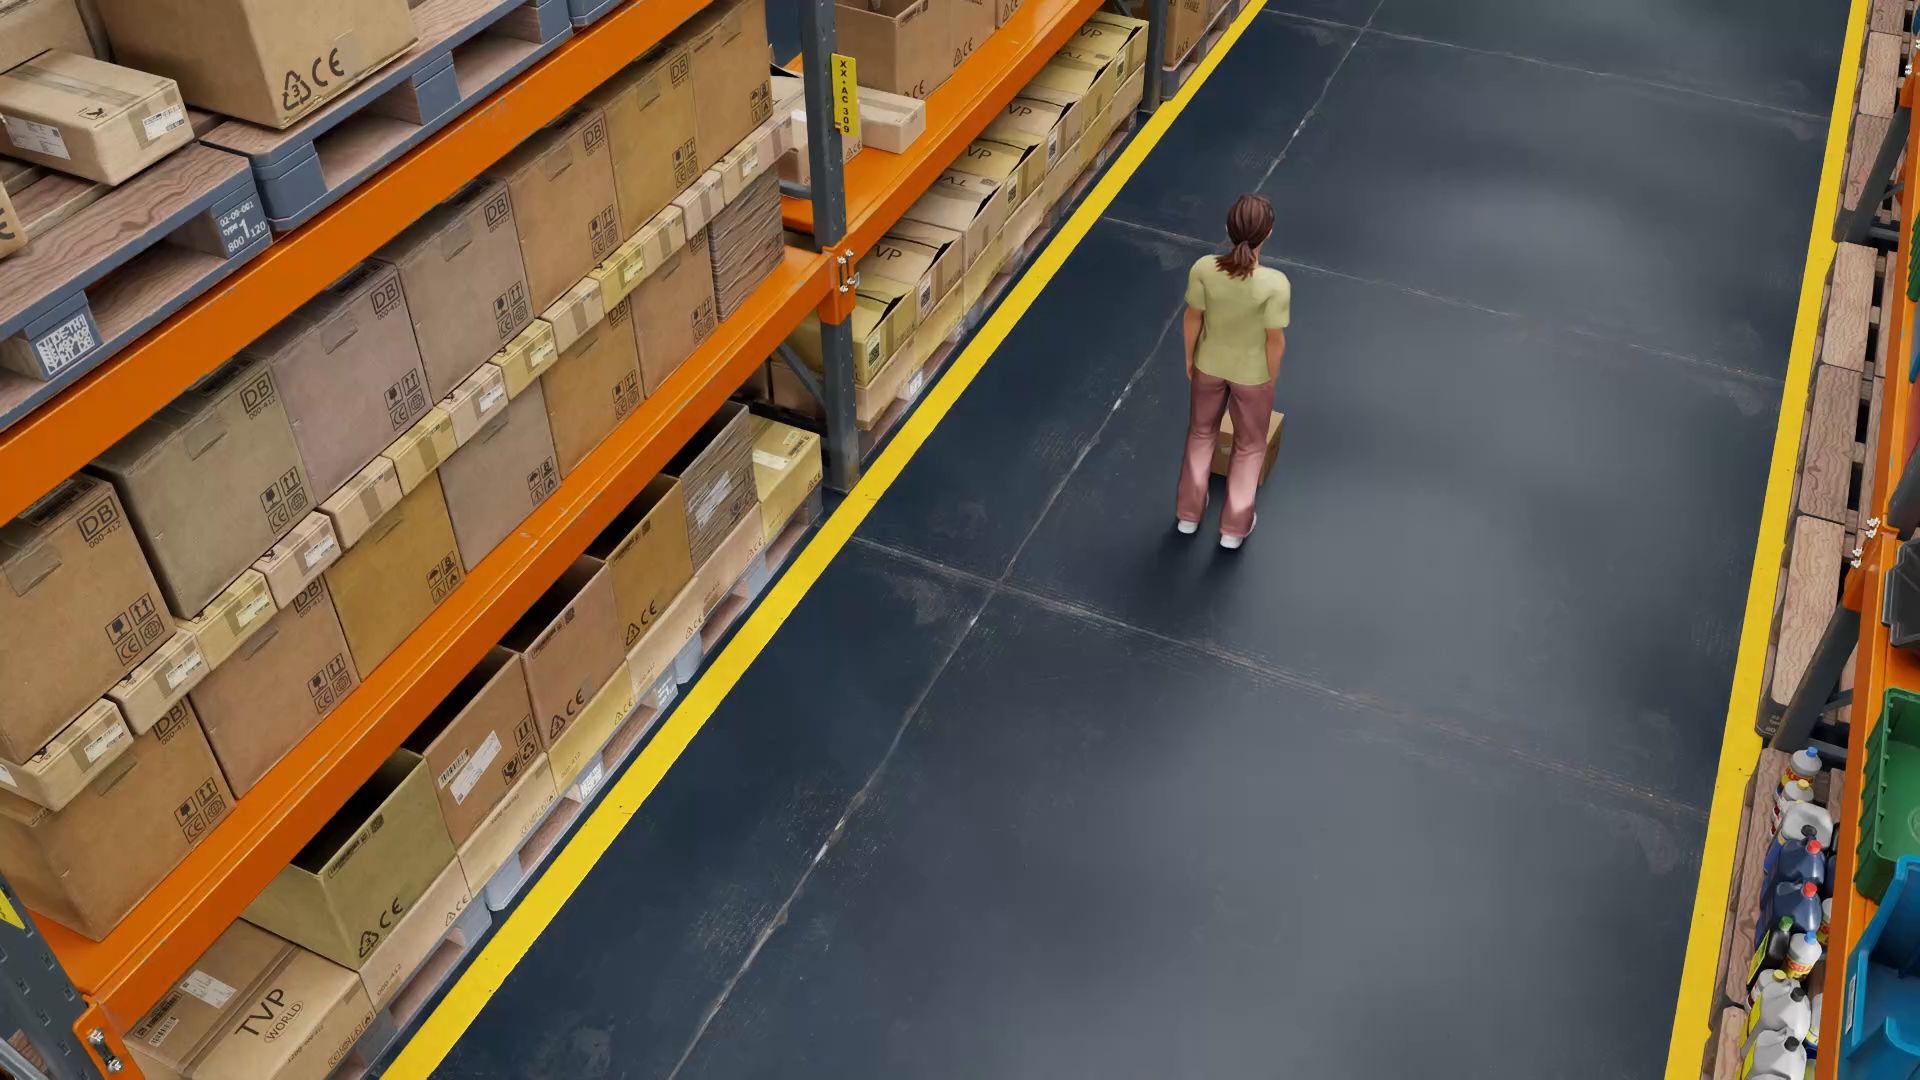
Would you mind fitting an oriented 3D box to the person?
[{"bbox_3d":[1.129,-0.691,6.944,0.441,1.690,0.345,18,45,19],"label":"person"}]
